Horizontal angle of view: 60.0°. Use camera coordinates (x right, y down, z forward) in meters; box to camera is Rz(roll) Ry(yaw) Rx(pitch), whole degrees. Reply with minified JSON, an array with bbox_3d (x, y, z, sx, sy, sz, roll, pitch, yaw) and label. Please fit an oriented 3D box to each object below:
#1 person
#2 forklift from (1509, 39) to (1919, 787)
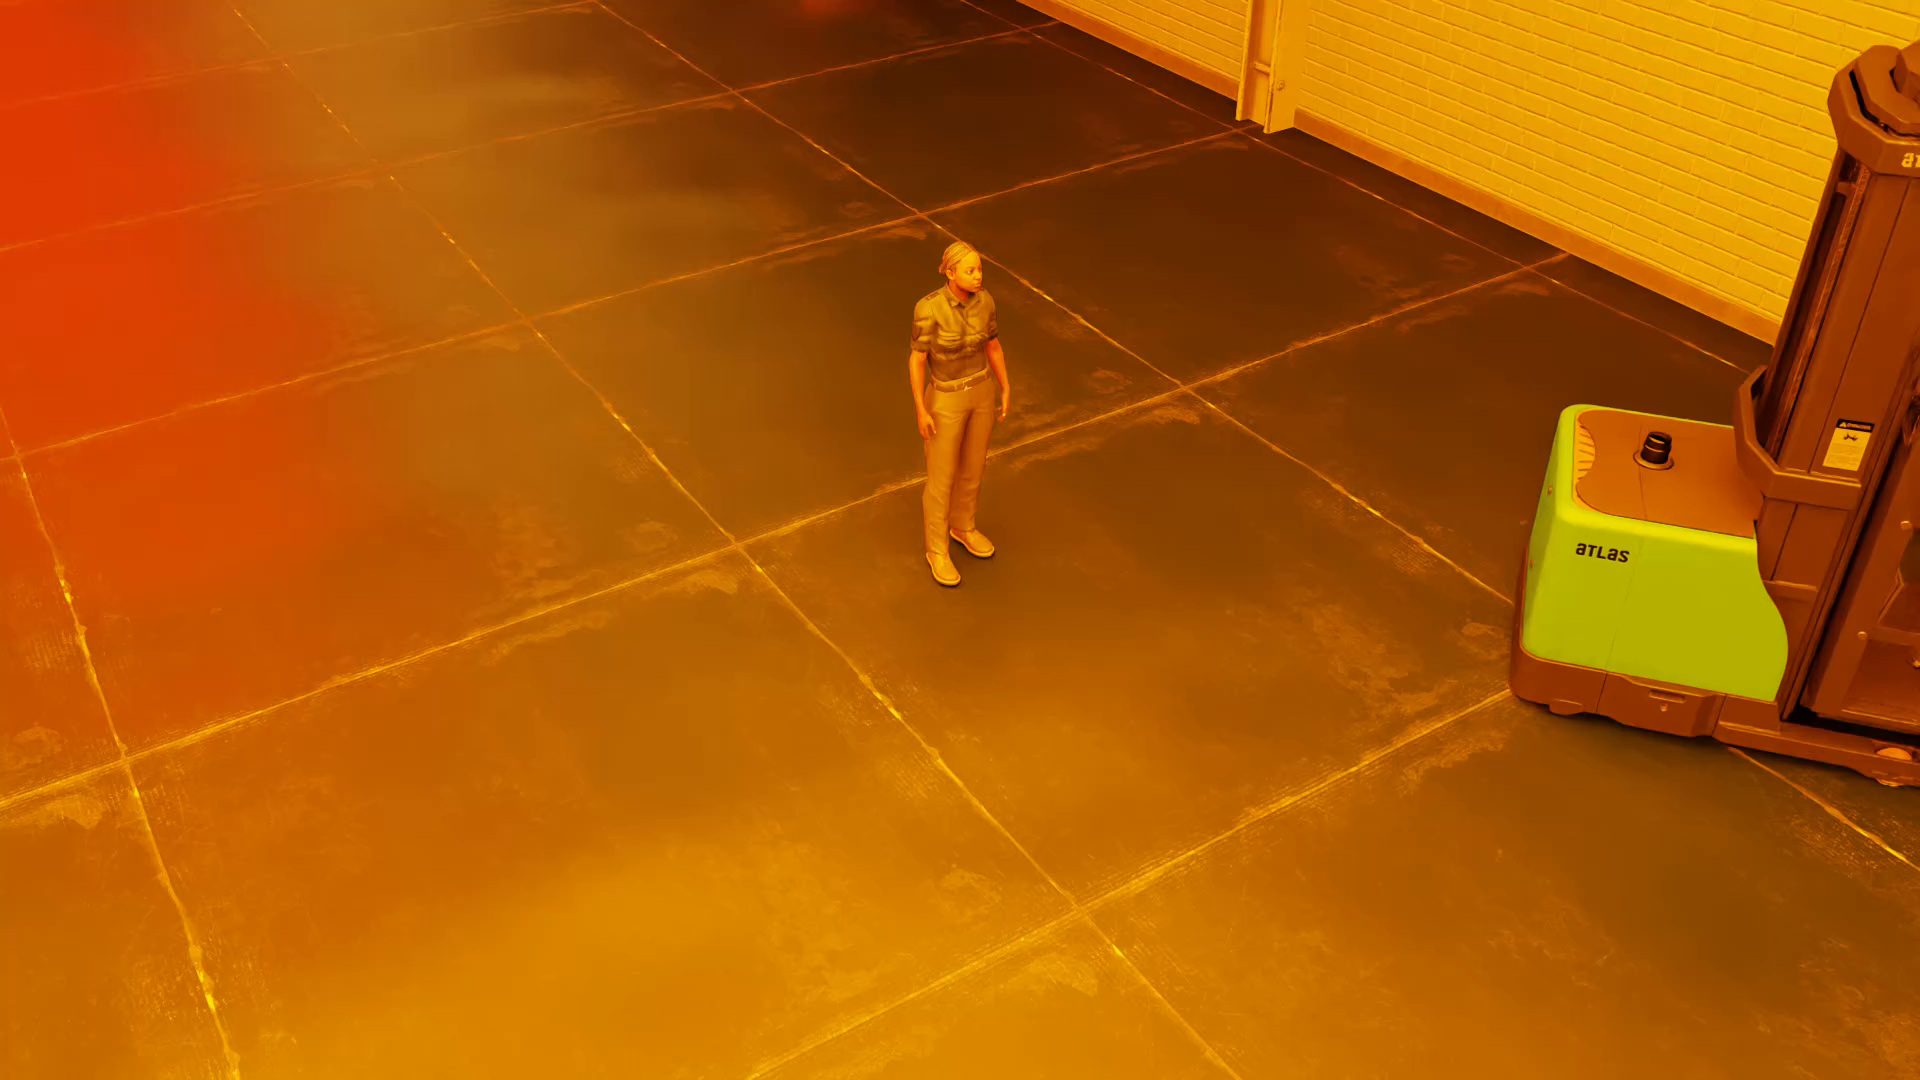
[{"bbox_3d":[0.031,-0.635,8.148,0.569,1.656,0.503,-21,40,-27],"label":"person"},{"bbox_3d":[4.093,-0.445,6.781,3.031,2.935,1.130,11,36,15],"label":"forklift"}]
